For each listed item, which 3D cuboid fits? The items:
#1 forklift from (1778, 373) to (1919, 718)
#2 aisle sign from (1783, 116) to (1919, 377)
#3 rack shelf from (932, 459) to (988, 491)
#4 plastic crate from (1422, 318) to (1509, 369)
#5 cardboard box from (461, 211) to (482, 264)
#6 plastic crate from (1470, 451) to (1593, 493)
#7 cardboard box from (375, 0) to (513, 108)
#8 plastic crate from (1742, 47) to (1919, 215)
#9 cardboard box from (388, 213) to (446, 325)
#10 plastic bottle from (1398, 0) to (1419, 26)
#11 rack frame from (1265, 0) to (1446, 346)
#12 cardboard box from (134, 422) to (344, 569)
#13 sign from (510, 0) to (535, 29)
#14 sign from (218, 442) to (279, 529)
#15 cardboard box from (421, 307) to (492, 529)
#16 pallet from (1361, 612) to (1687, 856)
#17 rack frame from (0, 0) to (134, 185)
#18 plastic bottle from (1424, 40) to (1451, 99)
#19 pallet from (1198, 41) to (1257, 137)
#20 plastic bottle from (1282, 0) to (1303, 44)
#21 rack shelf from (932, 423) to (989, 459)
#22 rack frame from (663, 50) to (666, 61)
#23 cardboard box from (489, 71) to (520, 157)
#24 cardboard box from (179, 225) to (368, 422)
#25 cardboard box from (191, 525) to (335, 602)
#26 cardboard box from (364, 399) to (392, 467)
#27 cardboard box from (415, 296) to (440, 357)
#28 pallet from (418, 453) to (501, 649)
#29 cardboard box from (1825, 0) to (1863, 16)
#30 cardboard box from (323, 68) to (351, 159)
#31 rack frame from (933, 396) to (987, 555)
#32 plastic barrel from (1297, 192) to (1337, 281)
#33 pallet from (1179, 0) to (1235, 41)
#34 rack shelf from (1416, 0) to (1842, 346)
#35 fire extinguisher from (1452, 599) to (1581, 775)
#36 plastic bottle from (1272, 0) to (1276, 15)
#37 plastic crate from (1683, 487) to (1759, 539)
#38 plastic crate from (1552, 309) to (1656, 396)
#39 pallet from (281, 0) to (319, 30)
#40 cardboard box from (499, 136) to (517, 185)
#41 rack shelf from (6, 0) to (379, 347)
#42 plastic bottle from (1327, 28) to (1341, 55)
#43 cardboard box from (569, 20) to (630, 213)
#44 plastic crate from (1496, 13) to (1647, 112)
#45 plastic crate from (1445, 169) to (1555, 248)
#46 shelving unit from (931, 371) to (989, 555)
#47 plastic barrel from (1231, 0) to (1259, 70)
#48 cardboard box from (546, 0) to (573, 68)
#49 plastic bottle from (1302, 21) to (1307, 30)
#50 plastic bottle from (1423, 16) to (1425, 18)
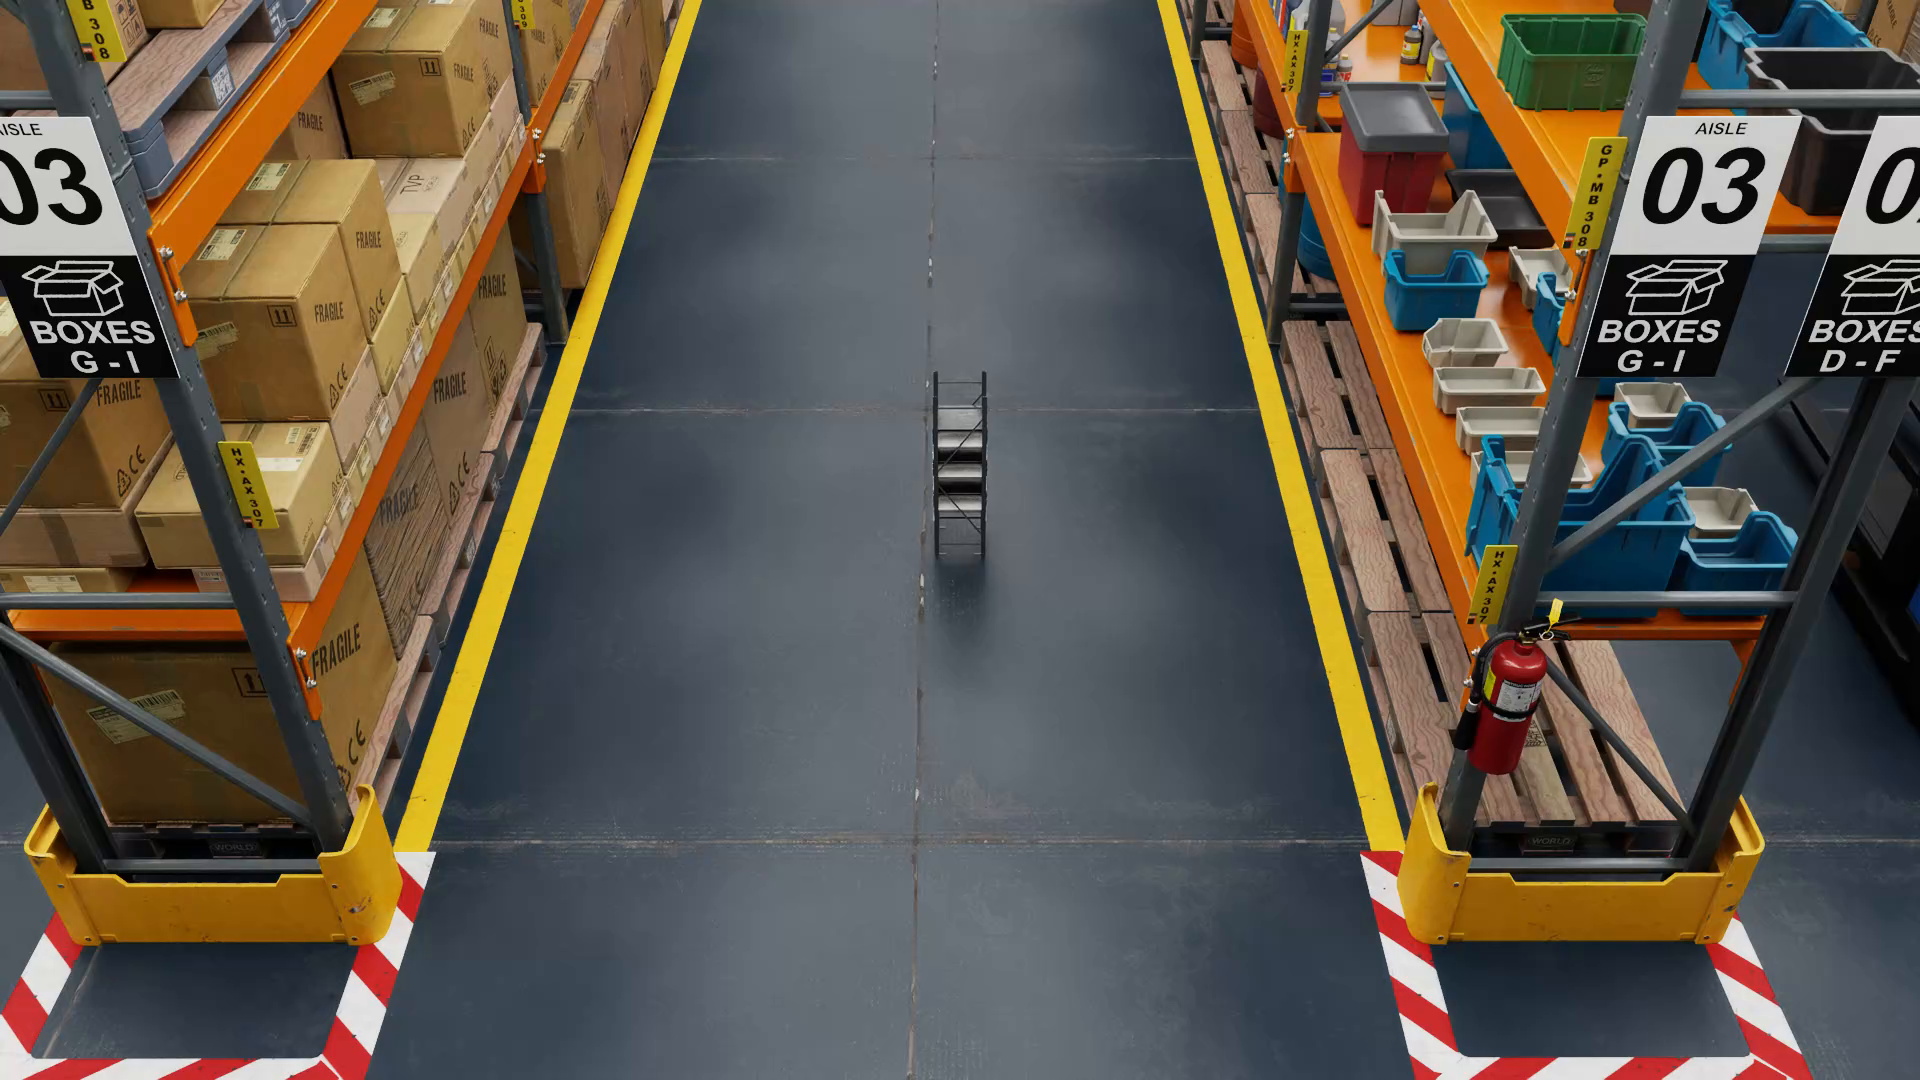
[{"bbox_3d":[4.593,-0.892,6.765,1.130,2.935,3.031,1,39,1],"label":"forklift"},{"bbox_3d":[2.537,-0.771,4.481,0.394,0.787,0.004,0,39,0],"label":"aisle sign"},{"bbox_3d":[0.000,-0.320,7.729,0.258,0.077,0.200,0,39,0],"label":"rack shelf"},{"bbox_3d":[2.029,-0.773,6.724,0.298,0.136,0.250,0,39,0],"label":"plastic crate"},{"bbox_3d":[-2.388,-1.367,7.504,0.380,0.149,0.250,1,39,1],"label":"cardboard box"},{"bbox_3d":[2.058,-0.232,6.049,0.396,0.136,0.243,0,39,0],"label":"plastic crate"},{"bbox_3d":[-2.449,-2.362,7.827,0.500,0.500,0.500,1,39,1],"label":"cardboard box"},{"bbox_3d":[2.519,-1.162,4.753,0.497,0.269,0.590,0,39,0],"label":"plastic crate"},{"bbox_3d":[-2.453,-1.122,6.879,0.500,0.250,0.500,-1,39,-1],"label":"cardboard box"},{"bbox_3d":[2.615,-3.123,9.594,0.152,0.276,0.135,0,39,0],"label":"plastic bottle"},{"bbox_3d":[2.236,-2.303,8.471,1.000,3.000,0.127,0,39,0],"label":"rack frame"},{"bbox_3d":[-2.443,-0.156,5.674,0.500,0.250,0.500,-1,39,-1],"label":"cardboard box"},{"bbox_3d":[-2.162,-2.670,8.173,0.100,0.325,0.005,0,39,0],"label":"sign"},{"bbox_3d":[-2.158,-0.163,5.045,0.100,0.325,0.005,0,39,0],"label":"sign"},{"bbox_3d":[-2.795,-0.659,7.782,0.875,0.875,0.875,0,39,0],"label":"cardboard box"},{"bbox_3d":[2.278,0.771,6.865,1.003,0.211,1.213,0,39,0],"label":"pallet"},{"bbox_3d":[-2.713,-2.139,3.469,1.000,3.000,0.127,0,39,0],"label":"rack frame"},{"bbox_3d":[2.559,-2.529,8.793,0.144,0.351,0.185,0,39,0],"label":"plastic bottle"},{"bbox_3d":[2.274,-3.223,11.849,1.003,0.211,1.213,0,39,0],"label":"pallet"},{"bbox_3d":[1.907,-2.974,9.347,0.144,0.351,0.185,0,39,0],"label":"plastic bottle"},{"bbox_3d":[0.000,-0.461,7.616,0.258,0.077,0.200,0,39,0],"label":"rack shelf"},{"bbox_3d":[-2.722,-4.801,11.588,1.000,3.000,0.127,0,39,0],"label":"rack frame"},{"bbox_3d":[-2.454,-2.081,8.076,0.500,0.250,0.500,-1,39,-1],"label":"cardboard box"},{"bbox_3d":[-2.444,-0.761,5.829,0.500,0.500,0.500,-1,39,-1],"label":"cardboard box"},{"bbox_3d":[-2.383,0.078,5.701,0.380,0.149,0.250,0,39,0],"label":"cardboard box"},{"bbox_3d":[-2.387,-0.406,6.304,0.380,0.149,0.250,-1,39,-1],"label":"cardboard box"},{"bbox_3d":[-2.386,-0.884,6.901,0.380,0.149,0.250,-1,39,-1],"label":"cardboard box"},{"bbox_3d":[-2.790,0.029,7.790,1.003,0.211,1.213,0,39,0],"label":"pallet"},{"bbox_3d":[6.940,-4.225,12.733,0.500,0.250,0.500,1,39,1],"label":"cardboard box"},{"bbox_3d":[-2.979,-2.042,7.427,0.500,0.500,0.500,0,39,0],"label":"cardboard box"},{"bbox_3d":[0.000,-0.282,7.628,0.240,0.900,0.006,0,39,0],"label":"rack frame"},{"bbox_3d":[2.252,-1.988,9.420,0.600,0.901,0.708,0,39,0],"label":"plastic barrel"},{"bbox_3d":[2.269,-4.201,13.069,1.003,0.211,1.213,0,39,0],"label":"pallet"},{"bbox_3d":[2.238,-1.942,6.197,1.077,0.370,4.000,0,39,0],"label":"rack shelf"},{"bbox_3d":[1.786,0.469,5.372,0.296,0.674,0.183,0,39,0],"label":"fire extinguisher"},{"bbox_3d":[1.883,-3.172,9.714,0.097,0.201,0.097,0,39,0],"label":"plastic bottle"},{"bbox_3d":[2.652,-0.077,5.856,0.250,0.136,0.298,0,39,0],"label":"plastic crate"},{"bbox_3d":[2.568,-0.738,6.603,0.416,0.233,0.300,0,39,0],"label":"plastic crate"},{"bbox_3d":[-2.728,-2.163,5.968,1.003,0.211,1.213,0,39,0],"label":"pallet"},{"bbox_3d":[-2.389,-1.850,8.106,0.380,0.149,0.250,1,39,1],"label":"cardboard box"},{"bbox_3d":[-2.715,-1.939,6.193,1.077,0.370,4.000,0,39,0],"label":"rack shelf"},{"bbox_3d":[2.036,-2.712,9.140,0.097,0.201,0.097,0,39,0],"label":"plastic bottle"},{"bbox_3d":[-2.740,-2.593,10.196,1.225,0.875,0.875,-1,39,-2],"label":"cardboard box"},{"bbox_3d":[1.954,-1.506,5.247,0.450,0.188,0.336,0,39,0],"label":"plastic crate"},{"bbox_3d":[2.506,-1.519,7.665,0.437,0.125,0.590,0,39,0],"label":"plastic crate"},{"bbox_3d":[0.000,-0.346,7.708,0.258,0.900,0.210,0,39,0],"label":"shelving unit"},{"bbox_3d":[2.249,-3.816,11.758,0.600,0.830,0.708,0,39,0],"label":"plastic barrel"},{"bbox_3d":[-2.469,-2.941,9.187,0.500,0.500,0.500,0,39,0],"label":"cardboard box"},{"bbox_3d":[1.866,-2.648,8.995,0.061,0.283,0.133,0,39,0],"label":"plastic bottle"},{"bbox_3d":[2.643,-2.878,9.346,0.097,0.201,0.097,0,39,0],"label":"plastic bottle"}]
